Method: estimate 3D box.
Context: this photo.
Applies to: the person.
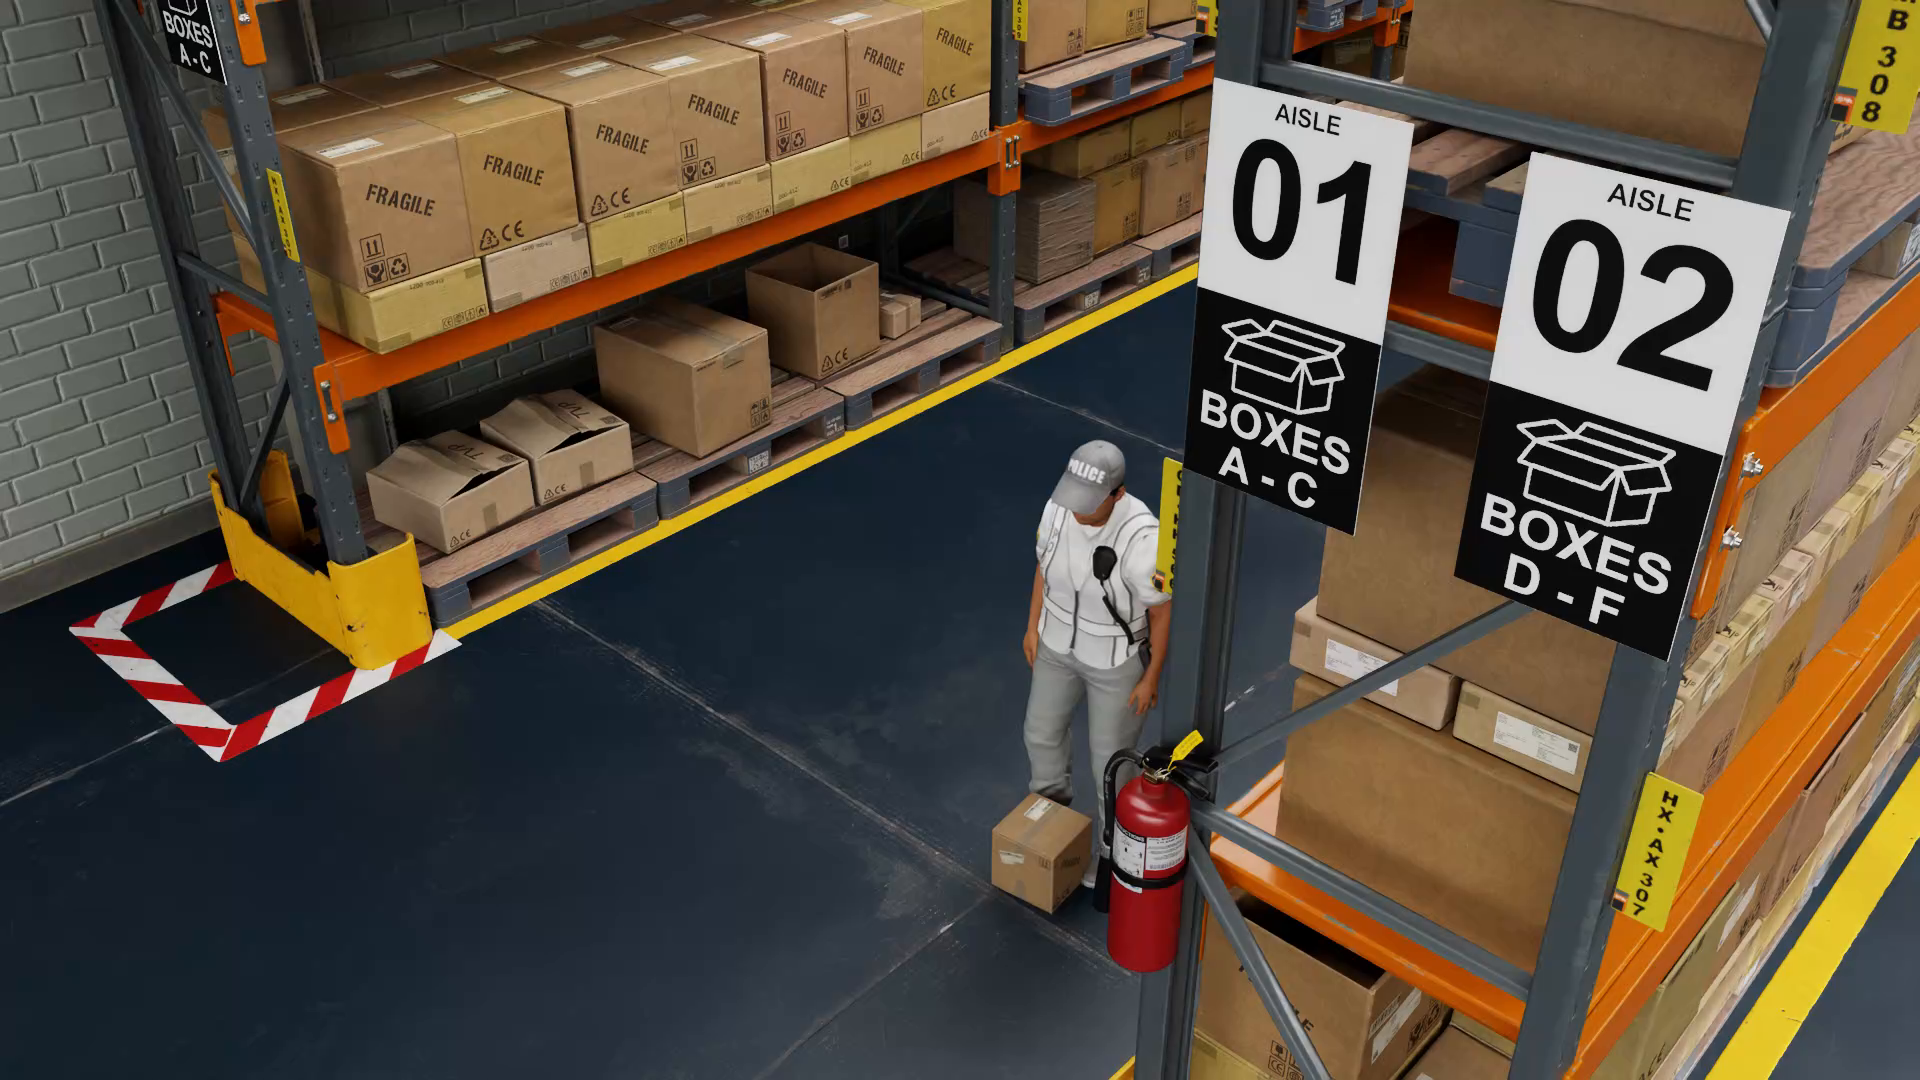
[{"bbox_3d":[0.422,0.385,5.501,0.549,1.664,0.470,22,38,32],"label":"person"}]
